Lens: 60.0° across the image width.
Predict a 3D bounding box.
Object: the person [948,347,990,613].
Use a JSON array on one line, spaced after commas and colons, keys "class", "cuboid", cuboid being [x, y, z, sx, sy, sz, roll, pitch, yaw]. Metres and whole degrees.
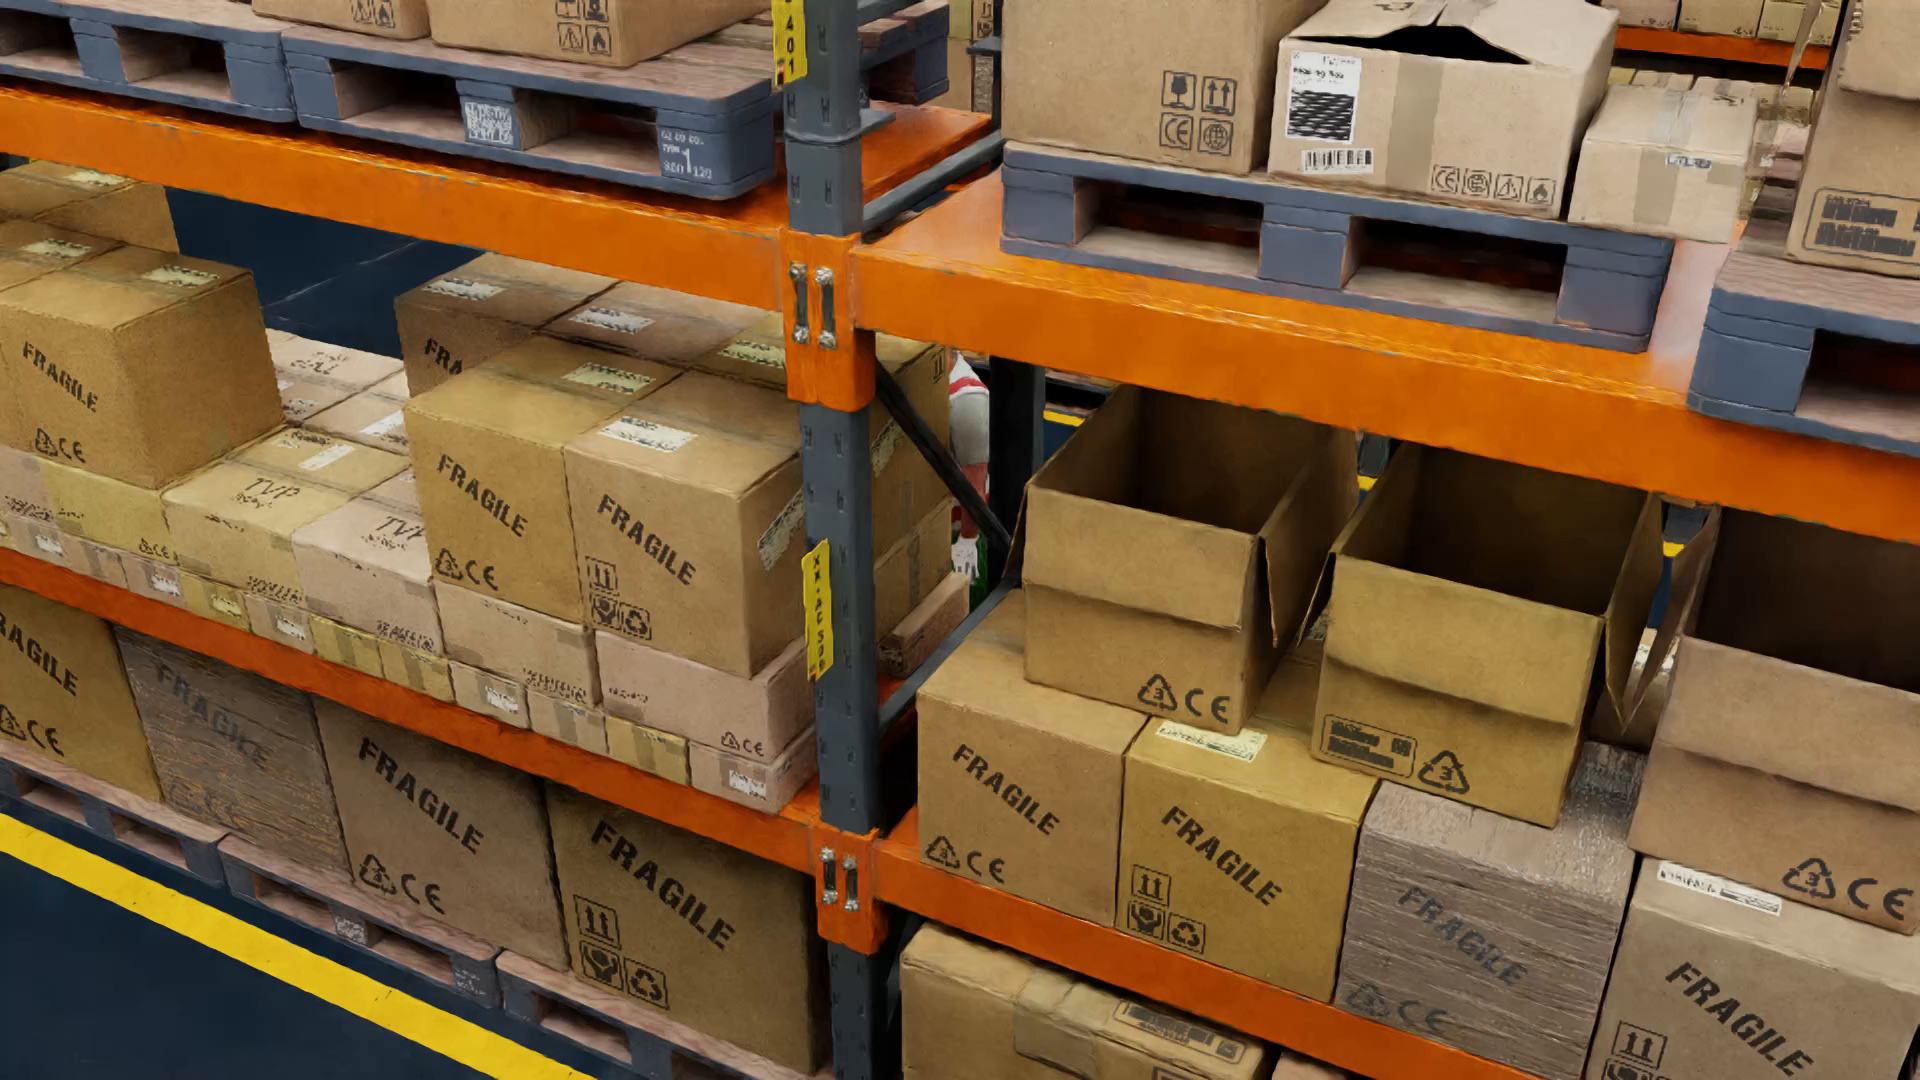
[{"class": "person", "cuboid": [-0.141, -0.084, 6.200, 0.569, 1.786, 0.663, -18, 34, -29]}]
